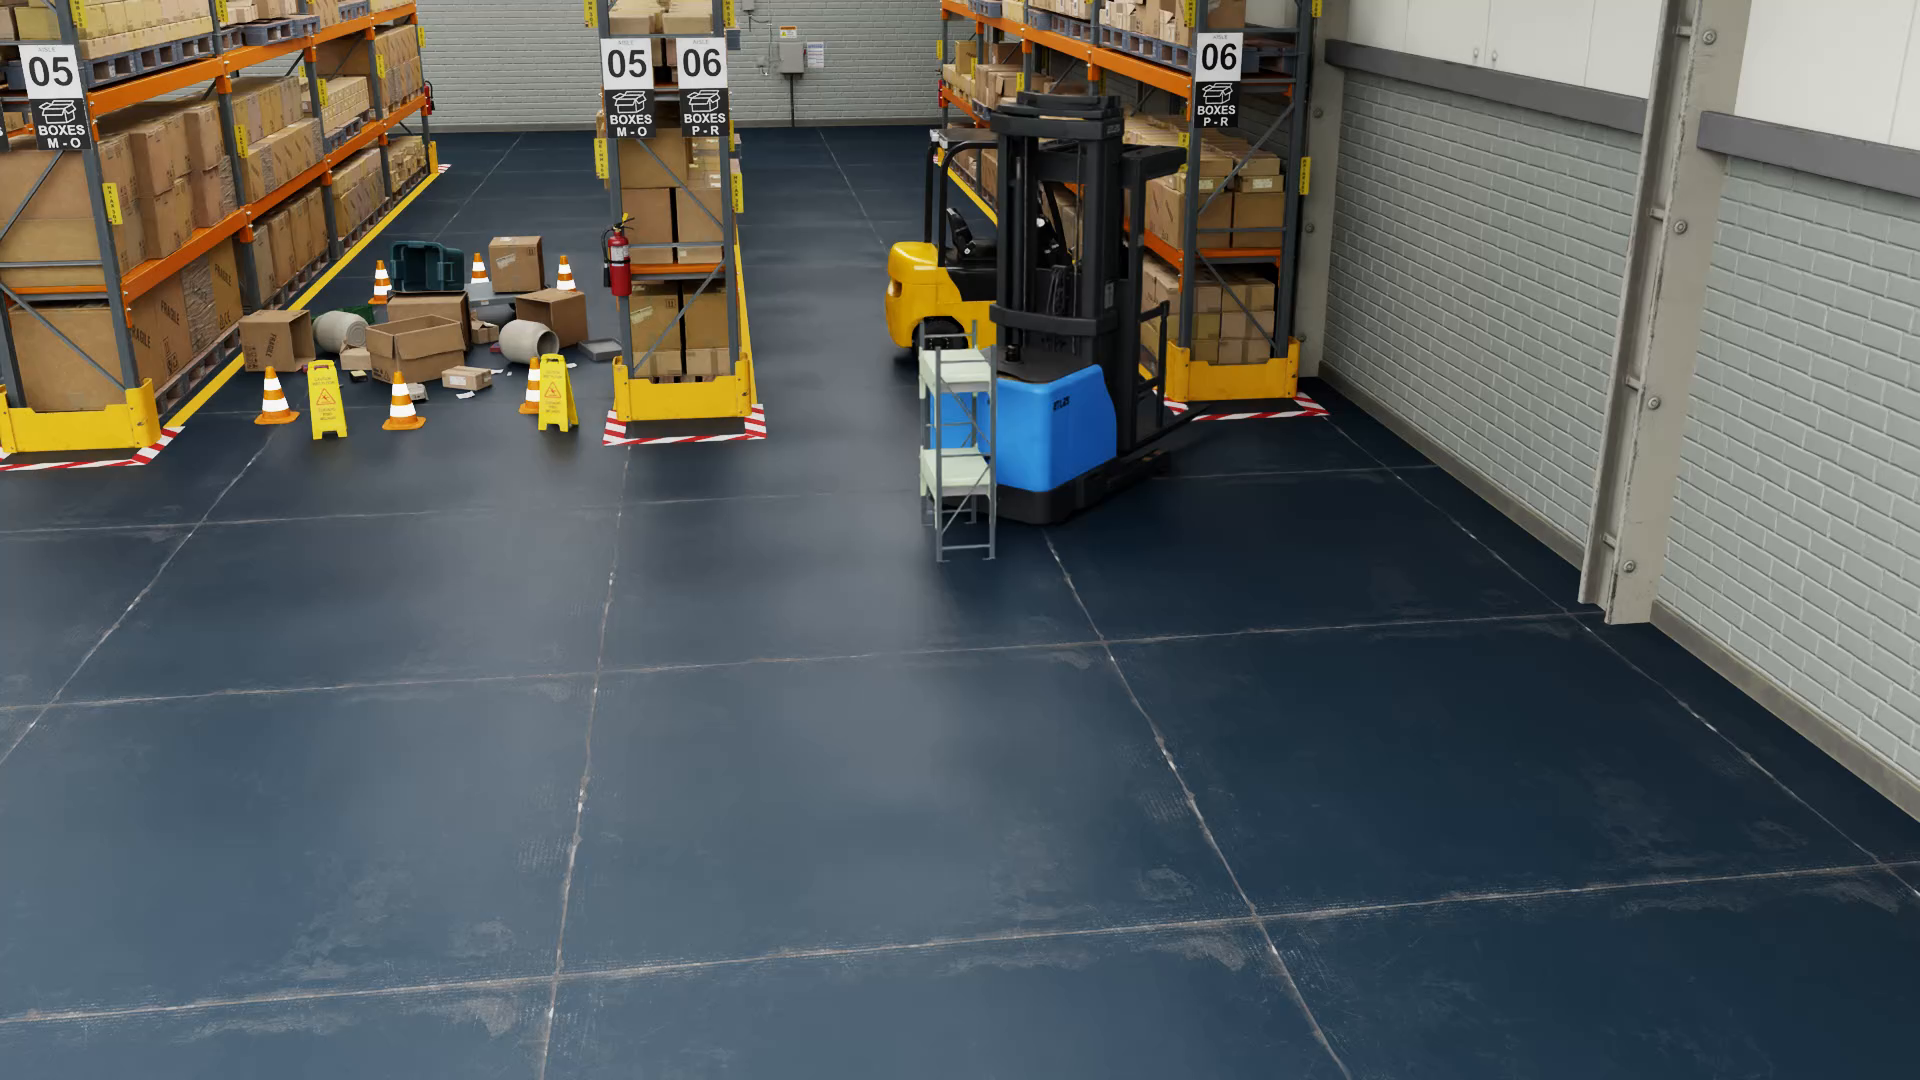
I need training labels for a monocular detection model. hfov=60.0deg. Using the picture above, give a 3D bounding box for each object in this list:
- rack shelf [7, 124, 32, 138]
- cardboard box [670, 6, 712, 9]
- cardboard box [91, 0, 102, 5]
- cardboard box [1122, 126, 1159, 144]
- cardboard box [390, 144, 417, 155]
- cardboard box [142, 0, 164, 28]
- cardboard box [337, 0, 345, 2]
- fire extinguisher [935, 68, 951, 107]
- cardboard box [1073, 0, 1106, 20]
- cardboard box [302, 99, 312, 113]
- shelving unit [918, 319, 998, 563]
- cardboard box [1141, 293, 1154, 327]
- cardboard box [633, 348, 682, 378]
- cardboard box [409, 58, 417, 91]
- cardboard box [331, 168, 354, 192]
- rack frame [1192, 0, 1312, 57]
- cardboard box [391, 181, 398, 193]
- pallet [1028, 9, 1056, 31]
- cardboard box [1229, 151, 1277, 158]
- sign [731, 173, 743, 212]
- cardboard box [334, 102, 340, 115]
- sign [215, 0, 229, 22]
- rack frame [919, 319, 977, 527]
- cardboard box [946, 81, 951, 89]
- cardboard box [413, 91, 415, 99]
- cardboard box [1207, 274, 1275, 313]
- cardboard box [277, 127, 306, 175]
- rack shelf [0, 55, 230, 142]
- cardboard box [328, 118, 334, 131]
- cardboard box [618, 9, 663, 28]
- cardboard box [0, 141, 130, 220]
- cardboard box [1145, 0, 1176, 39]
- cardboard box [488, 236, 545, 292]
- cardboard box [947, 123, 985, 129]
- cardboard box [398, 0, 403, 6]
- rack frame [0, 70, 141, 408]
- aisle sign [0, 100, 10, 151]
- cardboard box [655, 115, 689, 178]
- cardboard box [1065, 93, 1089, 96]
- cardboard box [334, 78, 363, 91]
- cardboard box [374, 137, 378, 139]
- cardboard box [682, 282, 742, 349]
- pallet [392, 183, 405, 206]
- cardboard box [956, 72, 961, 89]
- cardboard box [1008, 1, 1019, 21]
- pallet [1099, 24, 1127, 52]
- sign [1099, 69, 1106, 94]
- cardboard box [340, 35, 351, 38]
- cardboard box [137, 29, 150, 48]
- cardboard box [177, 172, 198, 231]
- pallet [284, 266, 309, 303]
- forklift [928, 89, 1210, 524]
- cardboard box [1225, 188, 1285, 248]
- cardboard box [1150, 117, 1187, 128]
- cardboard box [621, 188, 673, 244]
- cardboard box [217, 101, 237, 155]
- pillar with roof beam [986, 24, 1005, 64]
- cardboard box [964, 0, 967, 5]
[{"bbox_3d":[-13.671,-5.122,22.172,1.077,0.370,4.000,-3,21,-8],"label":"rack shelf"},{"bbox_3d":[-2.460,-4.820,15.266,0.380,0.149,0.250,-2,21,-7],"label":"cardboard box"},{"bbox_3d":[-7.075,-4.335,13.226,0.380,0.149,0.250,-3,21,-7],"label":"cardboard box"},{"bbox_3d":[1.837,-4.142,17.023,0.380,0.149,0.250,-3,21,-9],"label":"cardboard box"},{"bbox_3d":[-9.075,-6.365,27.095,0.380,0.149,0.250,-2,21,-6],"label":"cardboard box"},{"bbox_3d":[-7.341,-4.634,14.596,0.500,0.250,0.500,-3,21,-8],"label":"cardboard box"},{"bbox_3d":[-9.090,-7.879,23.494,0.700,0.500,0.500,-3,21,-8],"label":"cardboard box"},{"bbox_3d":[-0.296,-8.105,29.773,0.296,0.674,0.183,-3,21,-8],"label":"fire extinguisher"},{"bbox_3d":[1.567,-5.979,18.534,0.500,0.311,0.500,-4,21,-9],"label":"cardboard box"},{"bbox_3d":[-8.335,-5.511,21.093,0.380,0.149,0.250,-3,21,-8],"label":"cardboard box"},{"bbox_3d":[-0.021,-0.685,11.408,0.431,1.500,0.755,-3,21,-9],"label":"shelving unit"},{"bbox_3d":[2.047,-2.218,15.984,0.500,0.250,0.500,-3,21,-8],"label":"cardboard box"},{"bbox_3d":[-2.809,-1.680,15.257,0.500,0.250,0.500,-3,21,-8],"label":"cardboard box"},{"bbox_3d":[-9.224,-7.617,27.255,0.500,0.500,0.500,-3,21,-9],"label":"cardboard box"},{"bbox_3d":[-8.393,-4.786,22.143,0.500,0.250,0.500,-3,21,-8],"label":"cardboard box"},{"bbox_3d":[2.489,-5.559,13.738,1.000,3.000,0.127,-3,21,-8],"label":"rack frame"},{"bbox_3d":[-8.771,-5.371,25.283,0.380,0.149,0.250,-4,21,-10],"label":"cardboard box"},{"bbox_3d":[1.522,-6.605,21.095,1.213,0.211,1.003,-2,21,-5],"label":"pallet"},{"bbox_3d":[2.675,-3.461,15.200,0.380,0.149,0.250,-2,21,-6],"label":"cardboard box"},{"bbox_3d":[-1.886,-2.930,14.036,0.100,0.325,0.005,-3,21,-8],"label":"sign"},{"bbox_3d":[-8.485,-5.738,22.125,0.380,0.149,0.250,-3,21,-8],"label":"cardboard box"},{"bbox_3d":[-7.334,-5.310,16.507,0.100,0.325,0.005,-3,21,-8],"label":"sign"},{"bbox_3d":[-0.081,-0.812,11.746,0.400,1.500,0.023,-3,21,-9],"label":"rack frame"},{"bbox_3d":[-0.042,-8.043,29.322,0.380,0.149,0.250,-3,21,-8],"label":"cardboard box"},{"bbox_3d":[-9.236,-7.362,27.498,0.380,0.149,0.250,-3,21,-8],"label":"cardboard box"},{"bbox_3d":[2.607,-2.302,15.492,0.500,0.250,0.500,-3,21,-9],"label":"cardboard box"},{"bbox_3d":[-7.986,-4.541,19.443,0.500,0.500,0.500,-3,21,-9],"label":"cardboard box"},{"bbox_3d":[-7.595,-3.973,14.807,1.077,0.370,4.000,-3,21,-8],"label":"rack shelf"},{"bbox_3d":[-8.402,-5.413,21.680,0.380,0.149,0.250,-2,21,-5],"label":"cardboard box"},{"bbox_3d":[-2.831,-4.614,14.716,0.380,0.149,0.250,-3,21,-8],"label":"cardboard box"},{"bbox_3d":[-7.322,-2.919,13.486,0.875,0.550,0.550,-3,21,-8],"label":"cardboard box"},{"bbox_3d":[2.135,-4.945,15.495,0.700,0.500,0.500,-3,21,-7],"label":"cardboard box"},{"bbox_3d":[-4.756,-2.965,17.859,0.500,0.500,0.500,-3,21,-8],"label":"cardboard box"},{"bbox_3d":[0.177,-7.099,29.404,0.797,0.503,0.637,-4,21,-10],"label":"cardboard box"},{"bbox_3d":[-9.146,-8.594,26.366,0.500,0.250,0.500,-2,21,-5],"label":"cardboard box"},{"bbox_3d":[-7.306,-2.212,13.352,1.000,3.000,0.127,-3,21,-8],"label":"rack frame"},{"bbox_3d":[-7.593,-3.390,12.791,0.394,0.787,0.004,-3,21,-8],"label":"aisle sign"},{"bbox_3d":[-2.778,-3.493,14.784,0.700,0.500,0.500,-3,21,-7],"label":"cardboard box"},{"bbox_3d":[1.583,-5.767,21.799,0.380,0.149,0.250,-2,21,-6],"label":"cardboard box"},{"bbox_3d":[-8.746,-6.503,23.748,0.380,0.149,0.250,-4,21,-9],"label":"cardboard box"},{"bbox_3d":[-9.874,-6.693,27.974,0.380,0.149,0.250,-4,21,-10],"label":"cardboard box"},{"bbox_3d":[-2.269,-2.058,15.198,0.500,0.500,0.500,-4,21,-10],"label":"cardboard box"},{"bbox_3d":[-9.168,-5.291,25.582,1.003,0.211,1.213,-3,21,-8],"label":"pallet"},{"bbox_3d":[0.225,-7.661,27.729,0.500,0.250,0.500,-3,21,-9],"label":"cardboard box"},{"bbox_3d":[0.948,-7.193,22.614,0.500,0.250,0.500,-3,21,-8],"label":"cardboard box"},{"bbox_3d":[2.061,-5.203,17.200,1.003,0.211,1.213,-3,21,-8],"label":"pallet"},{"bbox_3d":[1.884,-6.090,22.080,0.100,0.325,0.005,-3,21,-8],"label":"sign"},{"bbox_3d":[-9.451,-7.349,25.110,0.500,0.500,0.500,-4,21,-9],"label":"cardboard box"},{"bbox_3d":[-7.221,-4.315,14.311,0.380,0.149,0.250,-3,21,-8],"label":"cardboard box"},{"bbox_3d":[-7.755,-3.158,15.670,0.875,0.550,0.550,-3,21,-8],"label":"cardboard box"},{"bbox_3d":[-8.248,-2.978,19.387,1.003,0.211,1.213,-3,21,-8],"label":"pallet"},{"bbox_3d":[1.008,-1.943,12.728,1.130,2.935,3.031,13,24,32],"label":"forklift"},{"bbox_3d":[2.692,-2.981,15.267,0.500,0.500,0.500,-2,21,-6],"label":"cardboard box"},{"bbox_3d":[2.252,-4.439,17.820,0.380,0.149,0.250,-3,21,-9],"label":"cardboard box"},{"bbox_3d":[-2.774,-2.857,14.511,0.500,0.500,0.500,-3,21,-9],"label":"cardboard box"},{"bbox_3d":[-7.960,-4.284,17.327,0.700,0.500,0.500,-3,21,-9],"label":"cardboard box"},{"bbox_3d":[-3.575,-11.860,30.610,9.100,9.000,0.400,-3,21,-8],"label":"pillar with roof beam"},{"bbox_3d":[0.269,-8.745,26.915,0.380,0.149,0.250,-3,21,-7],"label":"cardboard box"}]
